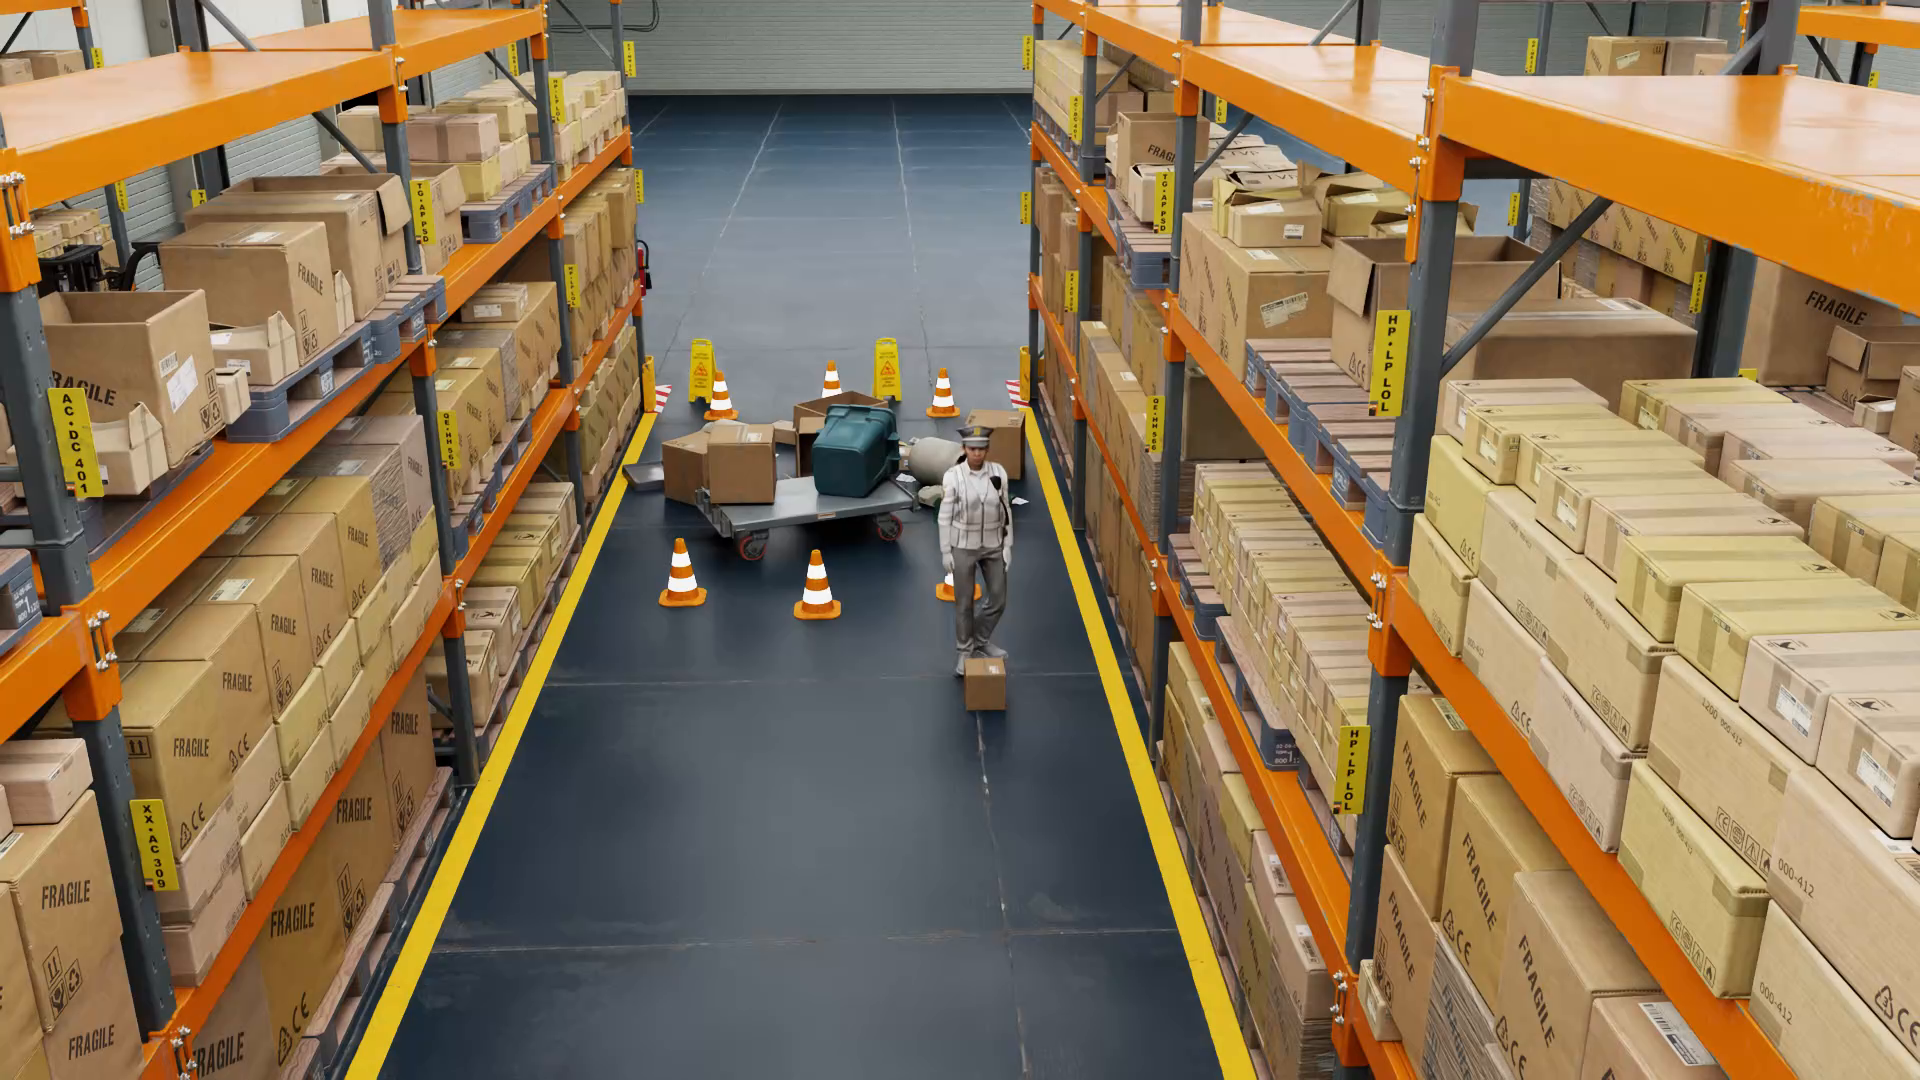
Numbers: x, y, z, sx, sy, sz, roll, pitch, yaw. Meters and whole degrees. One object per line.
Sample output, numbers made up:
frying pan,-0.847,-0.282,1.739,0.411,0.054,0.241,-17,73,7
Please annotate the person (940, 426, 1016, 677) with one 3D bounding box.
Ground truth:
person,0.119,0.053,10.829,0.489,1.693,0.369,-5,21,-12
